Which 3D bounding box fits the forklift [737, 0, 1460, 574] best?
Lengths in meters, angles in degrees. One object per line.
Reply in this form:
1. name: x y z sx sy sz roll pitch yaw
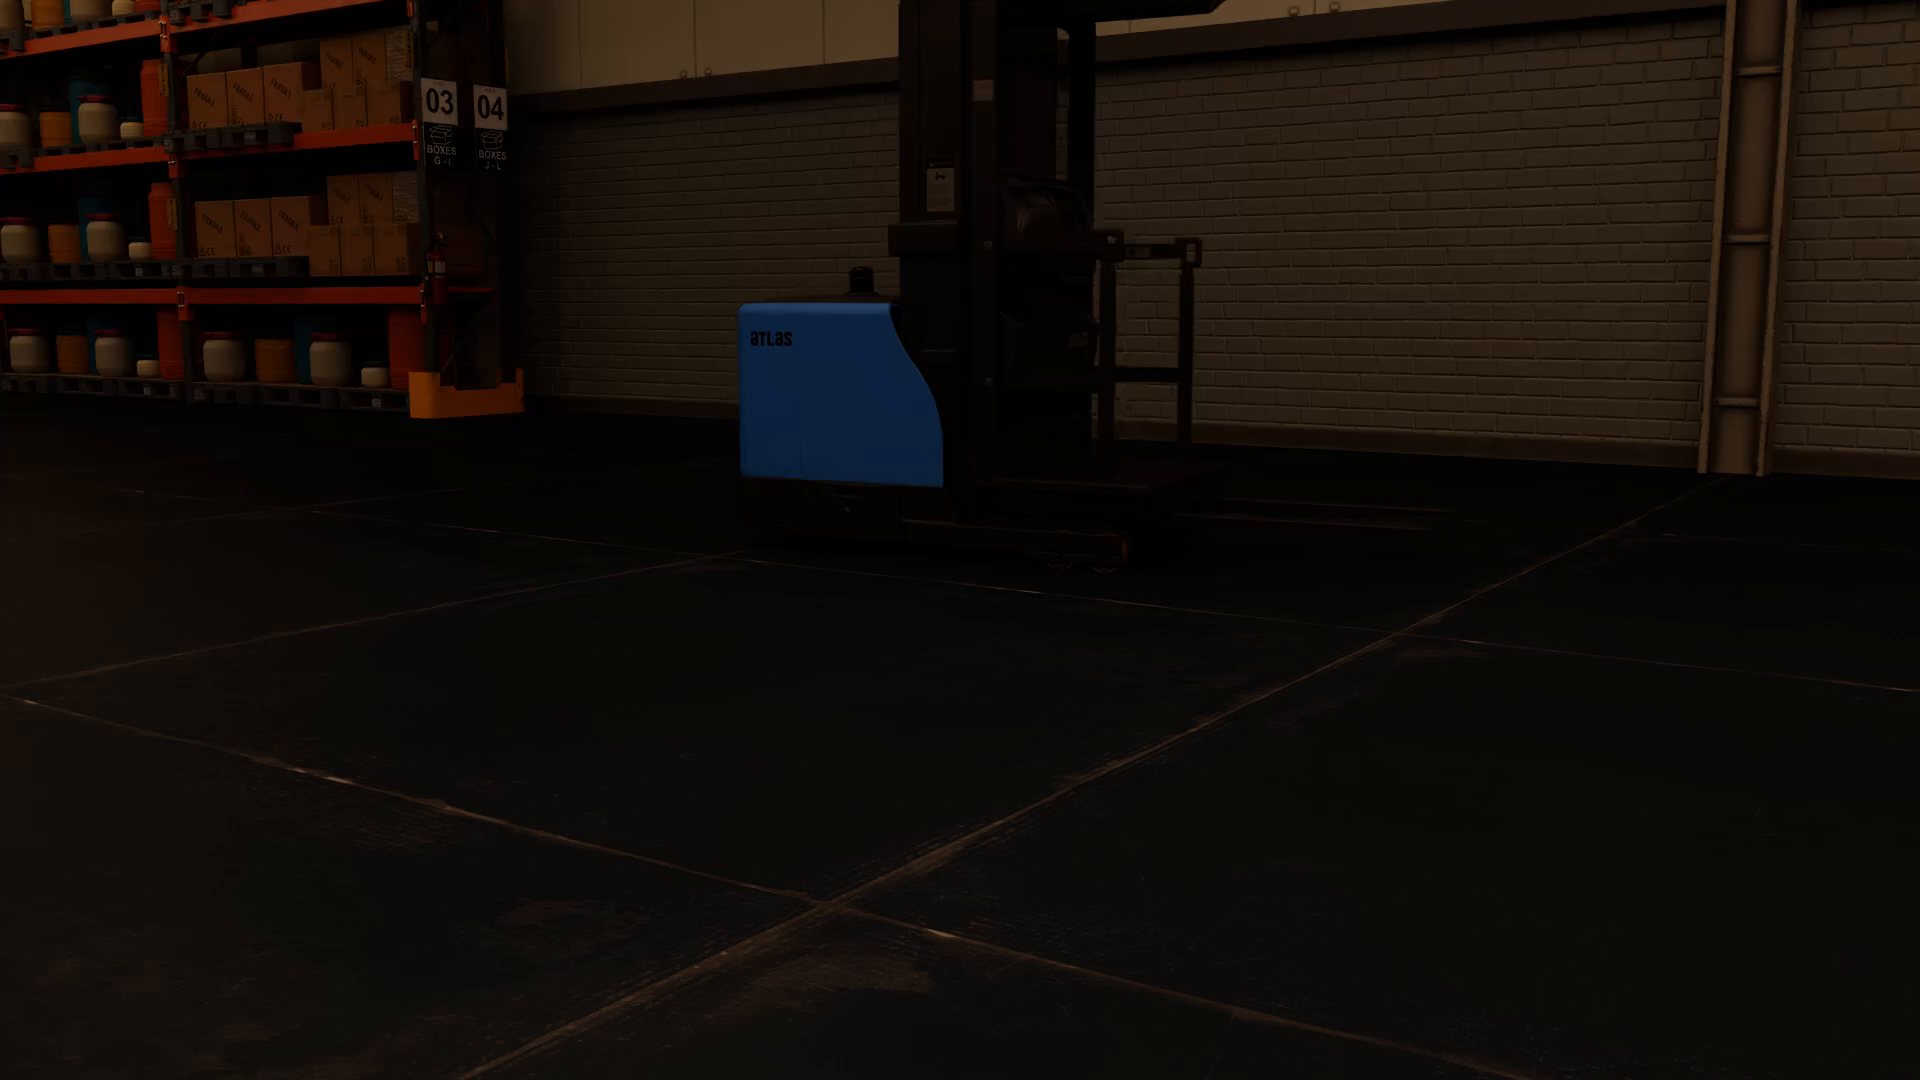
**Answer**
1. forklift: 0.559 -1.401 7.046 3.031 2.935 1.130 4 9 26
